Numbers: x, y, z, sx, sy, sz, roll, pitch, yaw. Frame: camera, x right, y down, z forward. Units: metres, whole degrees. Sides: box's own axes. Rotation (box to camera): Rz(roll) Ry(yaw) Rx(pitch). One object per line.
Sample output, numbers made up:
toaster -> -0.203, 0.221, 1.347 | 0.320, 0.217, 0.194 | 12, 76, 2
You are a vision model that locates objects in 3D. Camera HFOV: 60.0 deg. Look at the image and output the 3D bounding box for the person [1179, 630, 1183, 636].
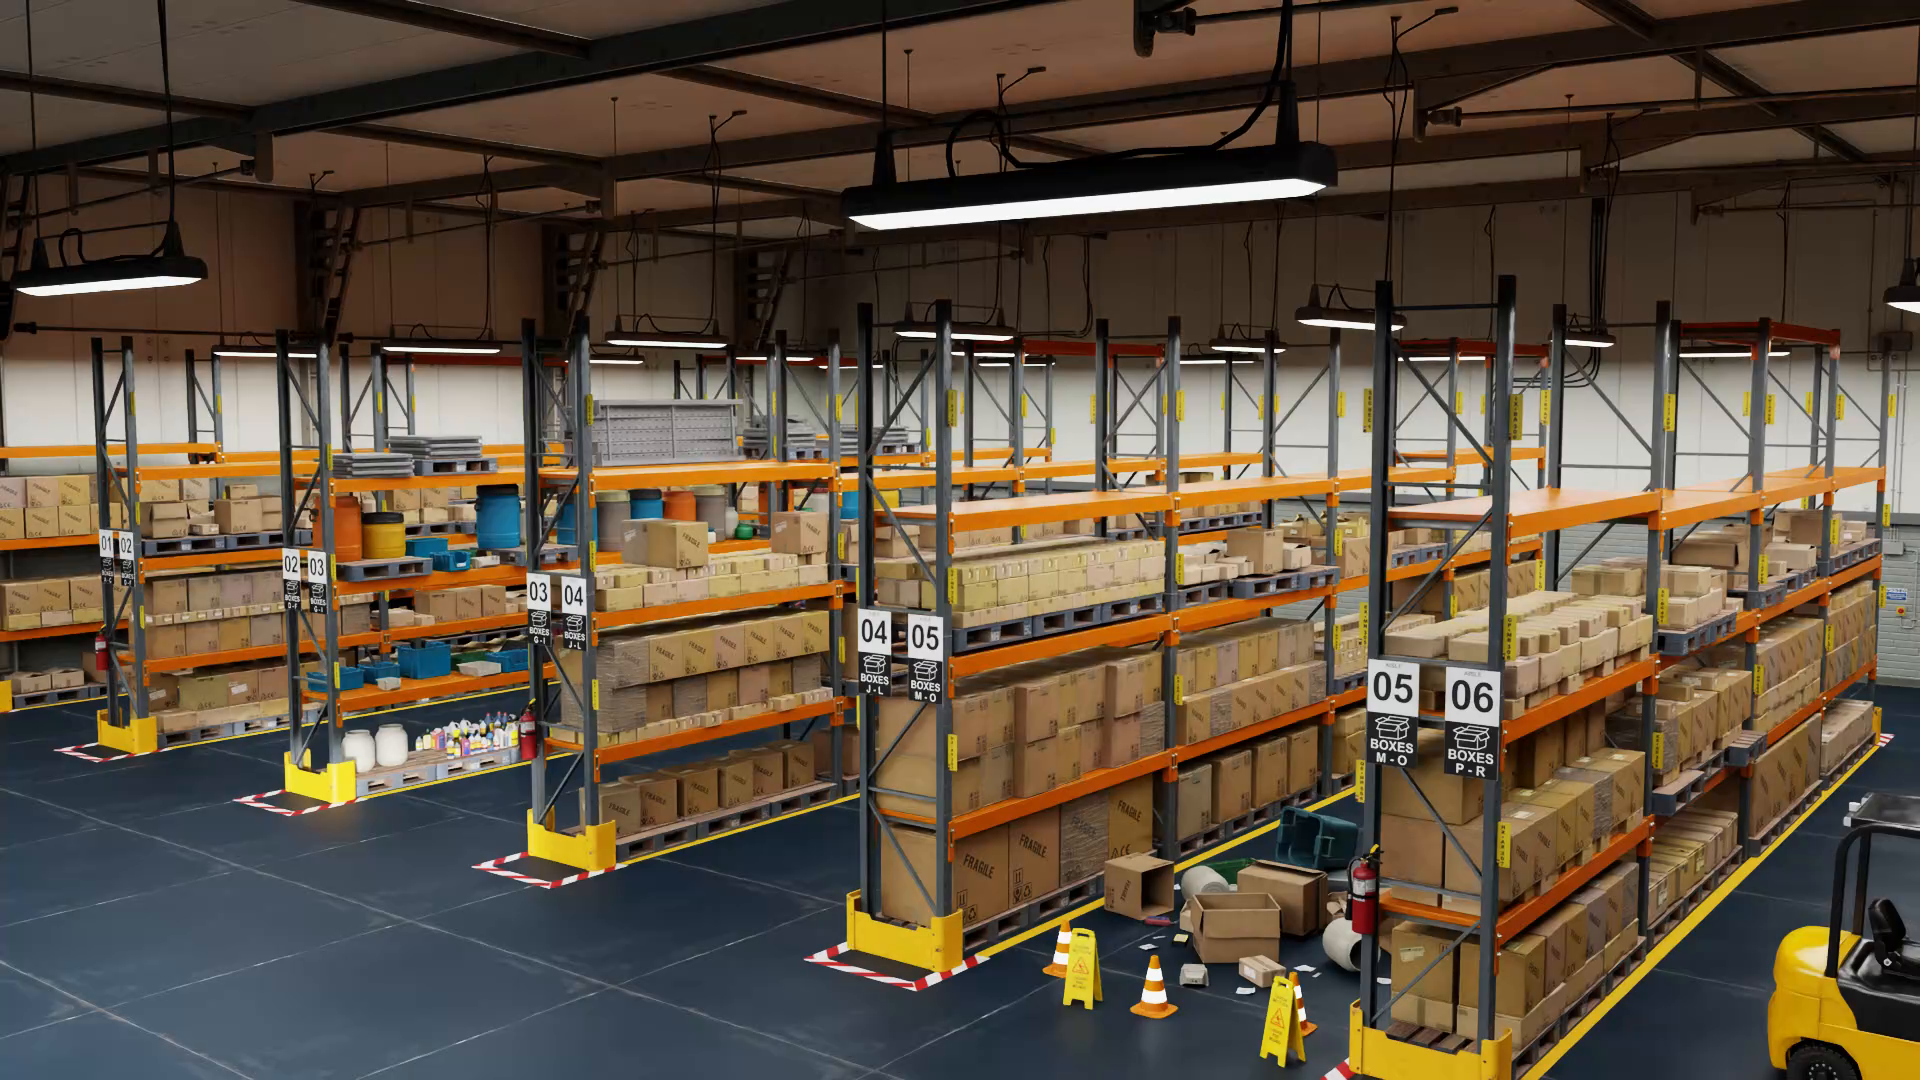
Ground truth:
person -> 3.459, 2.154, 25.668 | 0.752, 1.564, 0.644 | -4, 7, -42
